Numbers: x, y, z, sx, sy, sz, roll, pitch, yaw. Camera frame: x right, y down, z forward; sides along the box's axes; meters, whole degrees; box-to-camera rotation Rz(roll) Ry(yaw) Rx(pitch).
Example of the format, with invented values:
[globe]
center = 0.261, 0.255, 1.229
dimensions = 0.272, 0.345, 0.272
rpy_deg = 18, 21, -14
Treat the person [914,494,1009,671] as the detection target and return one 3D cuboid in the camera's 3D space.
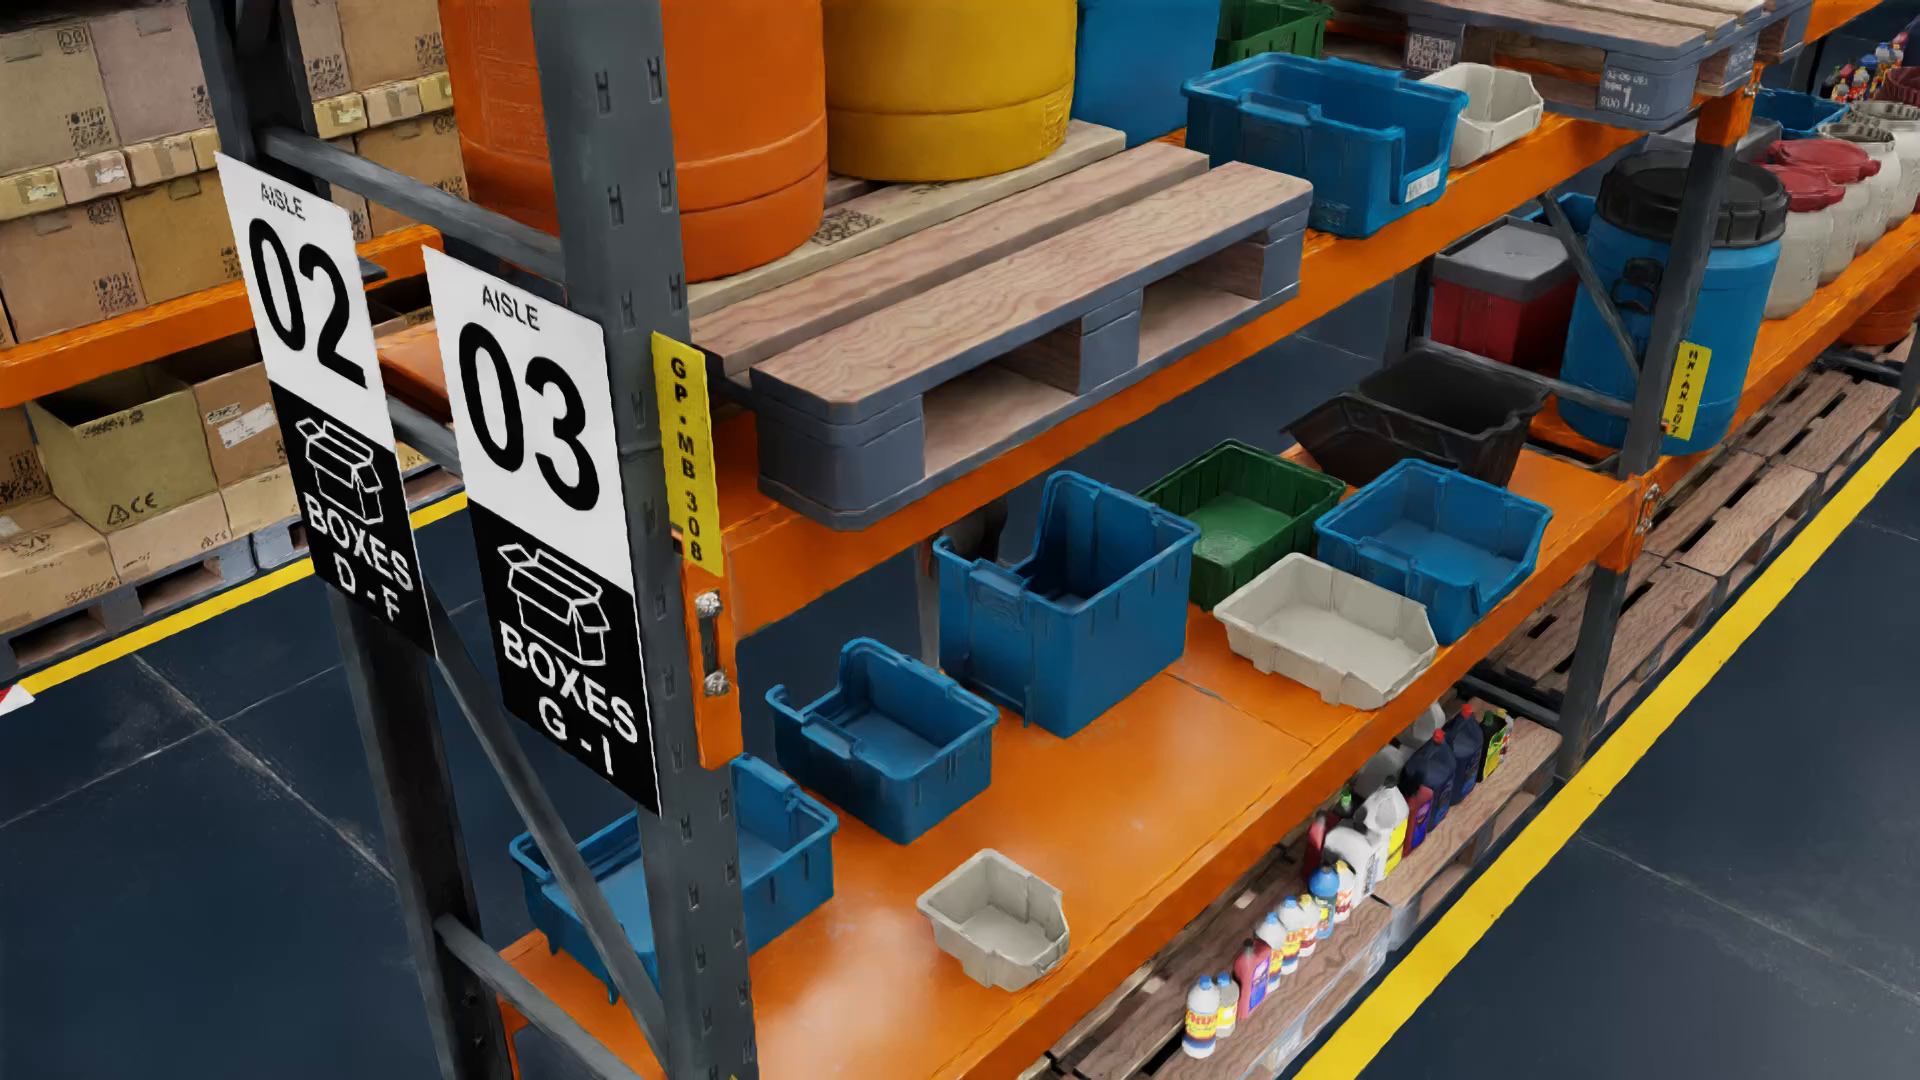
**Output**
[person]
center = -0.049, -0.063, 6.221
dimensions = 0.359, 1.657, 0.490
rpy_deg = 20, 37, 29
